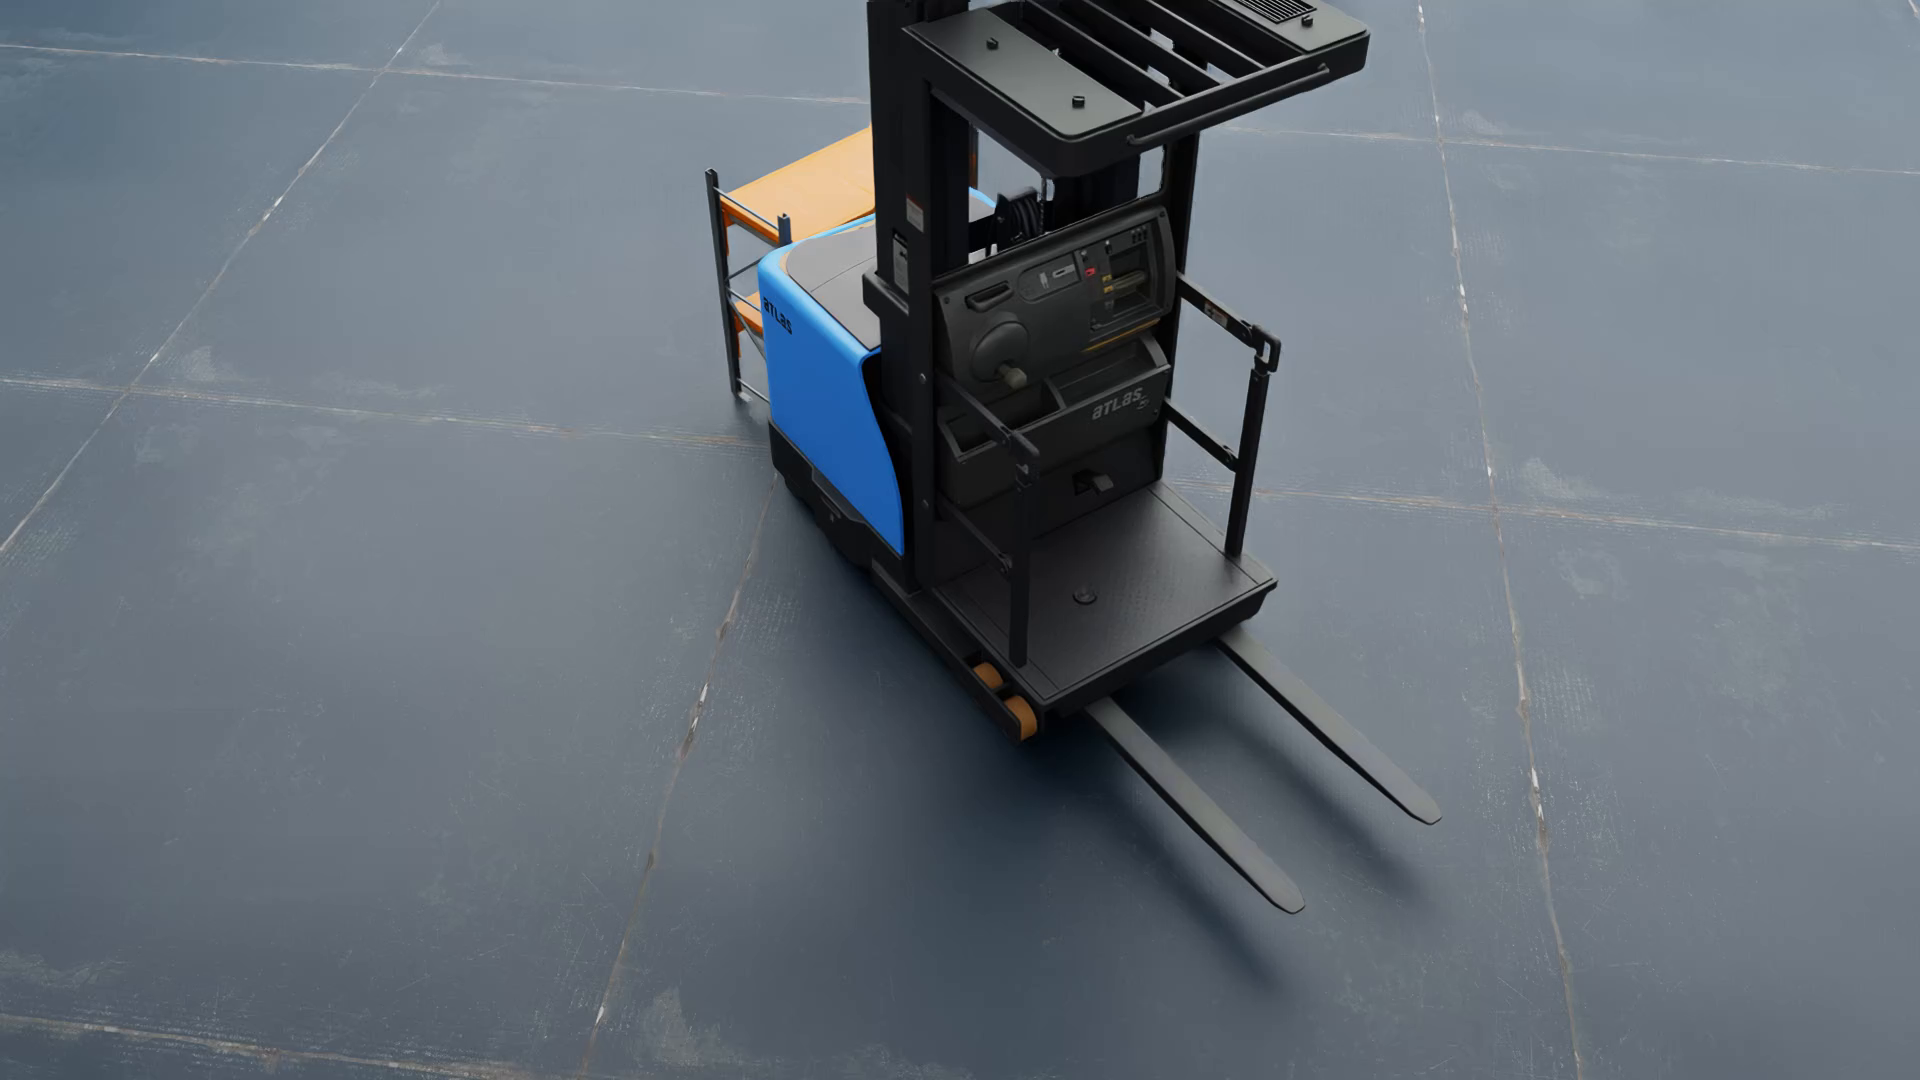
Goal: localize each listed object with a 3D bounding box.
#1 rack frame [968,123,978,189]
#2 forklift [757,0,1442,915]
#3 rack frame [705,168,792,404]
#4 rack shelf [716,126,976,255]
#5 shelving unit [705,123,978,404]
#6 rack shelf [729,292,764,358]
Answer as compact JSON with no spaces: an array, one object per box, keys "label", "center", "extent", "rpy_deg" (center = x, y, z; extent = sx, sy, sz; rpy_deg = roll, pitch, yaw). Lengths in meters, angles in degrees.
[{"label":"rack frame","center":[-0.110,-1.446,7.459],"extent":[0.032,1.125,0.500],"rpy_deg":[-33,53,-30]},{"label":"forklift","center":[0.456,-0.720,5.379],"extent":[1.130,2.935,3.031],"rpy_deg":[-25,49,-24]},{"label":"rack frame","center":[-0.842,-0.962,6.947],"extent":[0.032,1.125,0.500],"rpy_deg":[-33,53,-30]},{"label":"rack shelf","center":[-0.476,-1.417,7.002],"extent":[1.000,0.278,0.538],"rpy_deg":[-33,53,-30]},{"label":"shelving unit","center":[-0.476,-1.204,7.203],"extent":[1.048,1.125,0.538],"rpy_deg":[-33,53,-30]},{"label":"rack shelf","center":[-0.476,-1.026,7.372],"extent":[1.000,0.278,0.538],"rpy_deg":[-33,53,-30]}]
